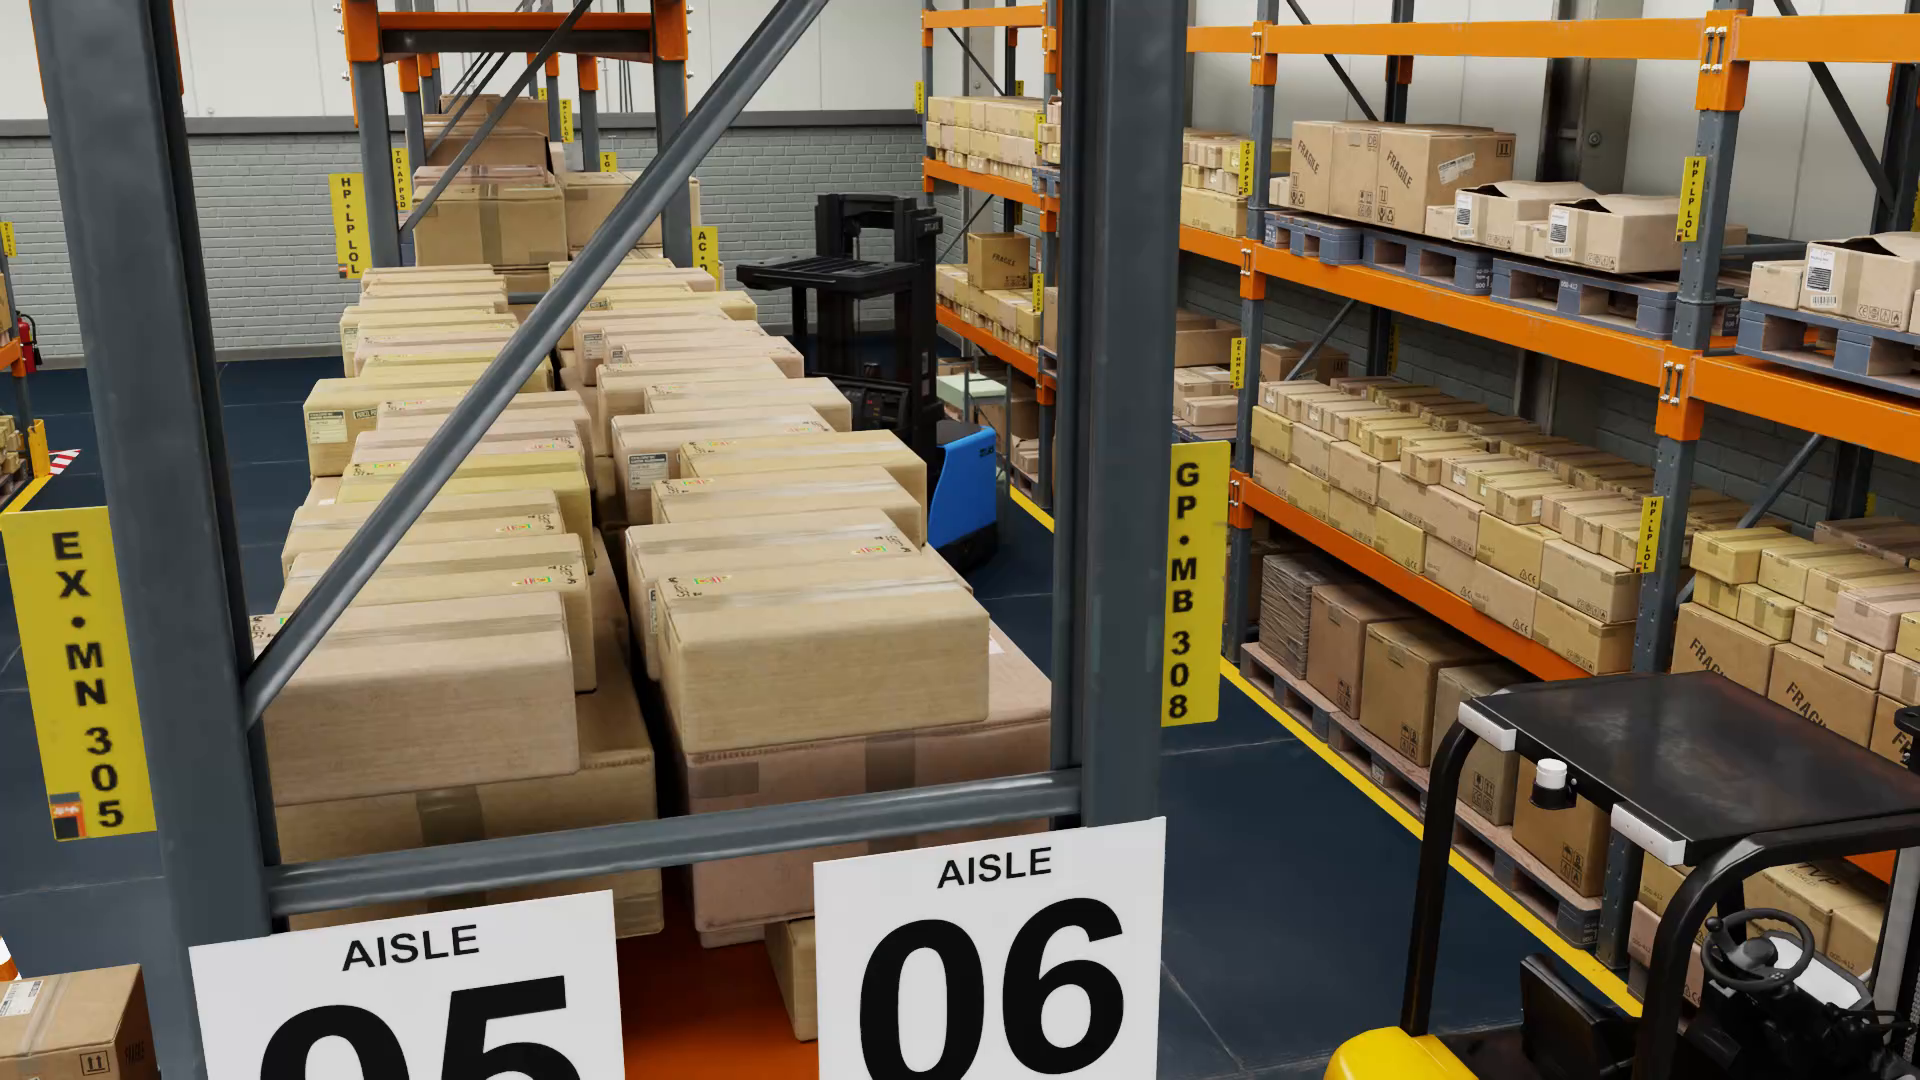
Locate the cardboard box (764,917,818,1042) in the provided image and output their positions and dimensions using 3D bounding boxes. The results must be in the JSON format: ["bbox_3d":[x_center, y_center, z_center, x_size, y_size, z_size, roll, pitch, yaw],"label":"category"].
[{"bbox_3d":[-0.057,0.517,2.240,0.380,0.149,0.250,-5,17,-15],"label":"cardboard box"}]

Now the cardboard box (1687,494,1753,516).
[{"bbox_3d":[3.481,-0.100,7.771,0.380,0.149,0.250,-5,18,-17],"label":"cardboard box"}]

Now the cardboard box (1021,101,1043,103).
[{"bbox_3d":[0.893,-4.088,16.009,0.500,0.250,0.500,-5,17,-15],"label":"cardboard box"}]

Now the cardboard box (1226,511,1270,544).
[{"bbox_3d":[1.916,-0.087,11.515,0.380,0.149,0.250,-6,18,-18],"label":"cardboard box"}]

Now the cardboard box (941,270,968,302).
[{"bbox_3d":[0.101,-2.653,17.314,0.500,0.250,0.500,-5,17,-15],"label":"cardboard box"}]

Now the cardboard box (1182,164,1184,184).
[{"bbox_3d":[1.735,-2.577,11.669,0.380,0.149,0.250,-5,17,-15],"label":"cardboard box"}]

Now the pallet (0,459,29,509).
[{"bbox_3d":[-9.197,-0.472,15.156,1.003,0.211,1.213,-5,17,-15],"label":"pallet"}]

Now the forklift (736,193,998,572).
[{"bbox_3d":[-0.898,-0.986,12.139,1.130,2.935,3.031,10,19,30],"label":"forklift"}]

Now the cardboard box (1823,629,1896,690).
[{"bbox_3d":[3.397,0.417,6.050,0.380,0.149,0.250,-4,17,-14],"label":"cardboard box"}]

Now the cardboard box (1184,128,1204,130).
[{"bbox_3d":[1.670,-3.111,12.896,0.380,0.149,0.250,-5,18,-17],"label":"cardboard box"}]

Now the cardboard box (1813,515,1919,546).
[{"bbox_3d":[3.773,0.014,6.873,0.380,0.149,0.250,-5,17,-15],"label":"cardboard box"}]

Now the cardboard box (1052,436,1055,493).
[{"bbox_3d":[1.112,-0.615,14.399,0.500,0.500,0.500,-4,17,-13],"label":"cardboard box"}]

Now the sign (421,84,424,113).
[{"bbox_3d":[-5.210,-4.326,16.269,0.100,0.325,0.005,-5,17,-15],"label":"sign"}]

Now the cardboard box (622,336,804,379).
[{"bbox_3d":[-0.562,-0.362,3.781,0.380,0.149,0.250,-4,17,-15],"label":"cardboard box"}]

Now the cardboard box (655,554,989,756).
[{"bbox_3d":[-0.180,0.138,2.115,0.380,0.149,0.250,-5,17,-16],"label":"cardboard box"}]

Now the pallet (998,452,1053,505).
[{"bbox_3d":[1.008,-0.617,15.638,1.003,0.211,1.213,-5,17,-15],"label":"pallet"}]

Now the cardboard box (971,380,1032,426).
[{"bbox_3d":[0.420,-1.302,16.688,0.500,0.500,0.500,-4,17,-14],"label":"cardboard box"}]

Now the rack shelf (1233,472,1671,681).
[{"bbox_3d":[2.845,0.242,9.183,1.077,0.370,4.000,-5,17,-15],"label":"rack shelf"}]

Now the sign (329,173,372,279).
[{"bbox_3d":[-1.910,-0.984,5.216,0.100,0.325,0.005,-5,17,-15],"label":"sign"}]

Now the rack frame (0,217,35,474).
[{"bbox_3d":[-9.407,-2.056,15.582,1.000,3.000,0.127,-5,17,-15],"label":"rack frame"}]

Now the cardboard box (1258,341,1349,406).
[{"bbox_3d":[2.304,-1.059,11.361,0.500,0.500,0.500,-4,17,-13],"label":"cardboard box"}]

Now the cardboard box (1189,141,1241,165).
[{"bbox_3d":[1.794,-2.650,11.397,0.380,0.149,0.250,-5,17,-16],"label":"cardboard box"}]

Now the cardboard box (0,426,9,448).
[{"bbox_3d":[-8.810,-0.914,14.974,0.380,0.149,0.250,-5,17,-16],"label":"cardboard box"}]

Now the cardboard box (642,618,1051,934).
[{"bbox_3d":[-0.160,0.283,2.325,0.500,0.250,0.500,-5,17,-16],"label":"cardboard box"}]

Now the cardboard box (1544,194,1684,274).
[{"bbox_3d":[2.961,-1.373,7.346,0.500,0.311,0.500,-5,18,-17],"label":"cardboard box"}]

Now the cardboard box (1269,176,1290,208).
[{"bbox_3d":[2.099,-2.109,10.047,0.380,0.166,0.250,-5,17,-15],"label":"cardboard box"}]

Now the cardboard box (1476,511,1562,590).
[{"bbox_3d":[2.865,0.026,8.044,0.500,0.250,0.500,-5,17,-17],"label":"cardboard box"}]

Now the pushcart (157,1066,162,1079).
[{"bbox_3d":[-3.556,2.294,5.659,1.648,0.377,0.936,-12,20,-34],"label":"pushcart"}]

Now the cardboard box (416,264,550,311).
[{"bbox_3d":[-1.677,-0.872,5.957,0.500,0.250,0.500,-5,17,-16],"label":"cardboard box"}]

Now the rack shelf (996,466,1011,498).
[{"bbox_3d":[0.096,-0.467,14.032,0.431,0.370,0.720,-6,18,-20],"label":"rack shelf"}]

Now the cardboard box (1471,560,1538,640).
[{"bbox_3d":[2.861,0.265,8.116,0.500,0.250,0.500,-5,17,-16],"label":"cardboard box"}]

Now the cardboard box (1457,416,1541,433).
[{"bbox_3d":[3.051,-0.597,9.424,0.380,0.149,0.250,-5,17,-16],"label":"cardboard box"}]

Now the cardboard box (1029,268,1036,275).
[{"bbox_3d":[0.619,-2.690,17.438,0.500,0.250,0.500,-5,17,-15],"label":"cardboard box"}]

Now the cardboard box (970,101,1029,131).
[{"bbox_3d":[0.400,-4.052,15.889,0.500,0.250,0.500,-4,17,-14],"label":"cardboard box"}]

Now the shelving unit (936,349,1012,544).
[{"bbox_3d":[0.096,-0.779,13.938,0.431,1.500,0.755,-6,18,-20],"label":"shelving unit"}]

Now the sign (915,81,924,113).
[{"bbox_3d":[-0.425,-4.681,17.588,0.100,0.325,0.005,-5,17,-15],"label":"sign"}]

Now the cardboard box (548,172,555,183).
[{"bbox_3d":[-2.912,-2.383,11.135,0.380,0.166,0.250,-3,17,-11],"label":"cardboard box"}]

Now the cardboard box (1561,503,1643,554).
[{"bbox_3d":[2.999,-0.055,7.619,0.380,0.149,0.250,-5,17,-16],"label":"cardboard box"}]

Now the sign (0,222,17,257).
[{"bbox_3d":[-8.868,-2.800,15.498,0.100,0.325,0.005,-5,17,-15],"label":"sign"}]

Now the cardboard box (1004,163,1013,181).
[{"bbox_3d":[0.620,-3.366,15.166,0.380,0.149,0.250,-5,17,-15],"label":"cardboard box"}]

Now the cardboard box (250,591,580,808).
[{"bbox_3d":[-0.655,0.182,1.968,0.380,0.149,0.250,-5,17,-15],"label":"cardboard box"}]

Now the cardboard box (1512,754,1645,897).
[{"bbox_3d":[3.240,1.243,7.996,0.875,0.625,0.625,-4,17,-13],"label":"cardboard box"}]

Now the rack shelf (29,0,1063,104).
[{"bbox_3d":[-0.828,-1.130,3.327,1.077,0.370,4.000,-5,17,-15],"label":"rack shelf"}]

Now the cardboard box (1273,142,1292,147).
[{"bbox_3d":[2.349,-2.618,11.290,0.380,0.149,0.250,-5,17,-15],"label":"cardboard box"}]

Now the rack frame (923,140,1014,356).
[{"bbox_3d":[0.096,-2.869,18.288,1.000,3.000,0.127,-5,17,-15],"label":"rack frame"}]

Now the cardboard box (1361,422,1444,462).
[{"bbox_3d":[2.464,-0.547,9.257,0.380,0.149,0.250,-4,17,-14],"label":"cardboard box"}]

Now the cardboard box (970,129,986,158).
[{"bbox_3d":[0.408,-3.809,15.947,0.500,0.250,0.500,-5,17,-16],"label":"cardboard box"}]

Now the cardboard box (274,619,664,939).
[{"bbox_3d":[-0.678,0.323,2.192,0.500,0.250,0.500,-5,17,-16],"label":"cardboard box"}]

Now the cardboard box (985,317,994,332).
[{"bbox_3d":[0.458,-2.138,16.293,0.380,0.149,0.250,-5,17,-15],"label":"cardboard box"}]

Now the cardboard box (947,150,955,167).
[{"bbox_3d":[0.081,-3.859,16.806,0.380,0.149,0.250,-4,17,-14],"label":"cardboard box"}]

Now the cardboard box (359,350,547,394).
[{"bbox_3d":[-1.098,-0.318,3.632,0.380,0.149,0.250,-4,17,-14],"label":"cardboard box"}]

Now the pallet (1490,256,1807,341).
[{"bbox_3d":[3.139,-1.137,7.642,0.805,0.209,1.217,-5,18,-17],"label":"pallet"}]
